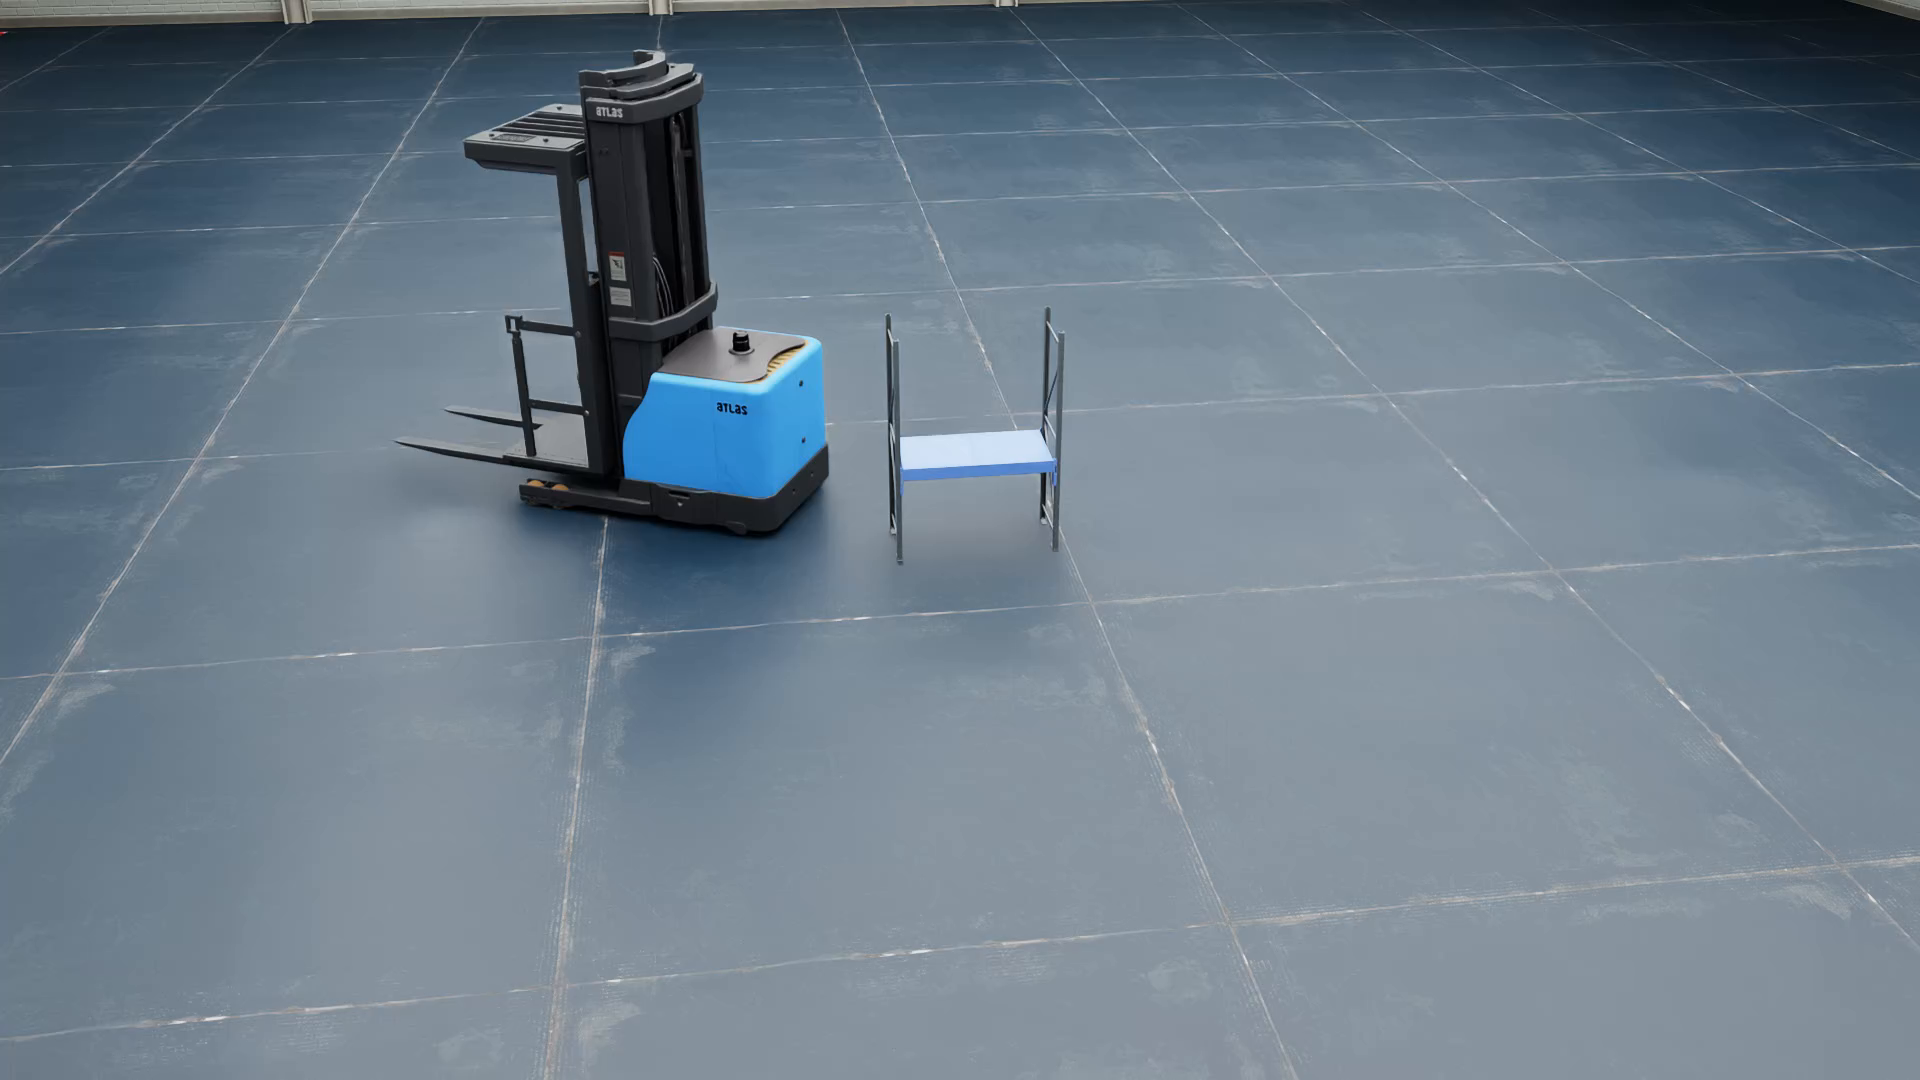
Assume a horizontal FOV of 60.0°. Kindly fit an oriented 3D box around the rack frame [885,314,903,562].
[{"bbox_3d":[-0.419,-0.640,10.558,0.032,1.500,0.500,-4,27,-7],"label":"rack frame"}]

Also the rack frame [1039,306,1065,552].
[{"bbox_3d":[0.588,-0.705,10.684,0.032,1.500,0.500,-4,27,-7],"label":"rack frame"}]

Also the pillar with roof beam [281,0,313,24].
[{"bbox_3d":[-10.477,-10.737,22.022,0.400,9.000,9.100,-4,27,-7],"label":"pillar with roof beam"}]

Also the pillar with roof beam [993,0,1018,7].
[{"bbox_3d":[1.406,-11.501,23.509,0.400,9.000,9.100,-4,27,-7],"label":"pillar with roof beam"}]

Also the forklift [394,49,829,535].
[{"bbox_3d":[-2.494,-1.731,11.116,3.031,2.935,1.130,9,28,17],"label":"forklift"}]

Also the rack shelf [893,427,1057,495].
[{"bbox_3d":[0.084,-0.513,10.703,1.000,0.185,0.538,-4,27,-7],"label":"rack shelf"}]

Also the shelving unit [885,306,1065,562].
[{"bbox_3d":[0.084,-0.673,10.621,1.048,1.500,0.538,-4,27,-7],"label":"shelving unit"}]

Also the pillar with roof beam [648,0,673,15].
[{"bbox_3d":[-4.536,-11.119,22.765,0.400,9.000,9.100,-4,27,-7],"label":"pillar with roof beam"}]
